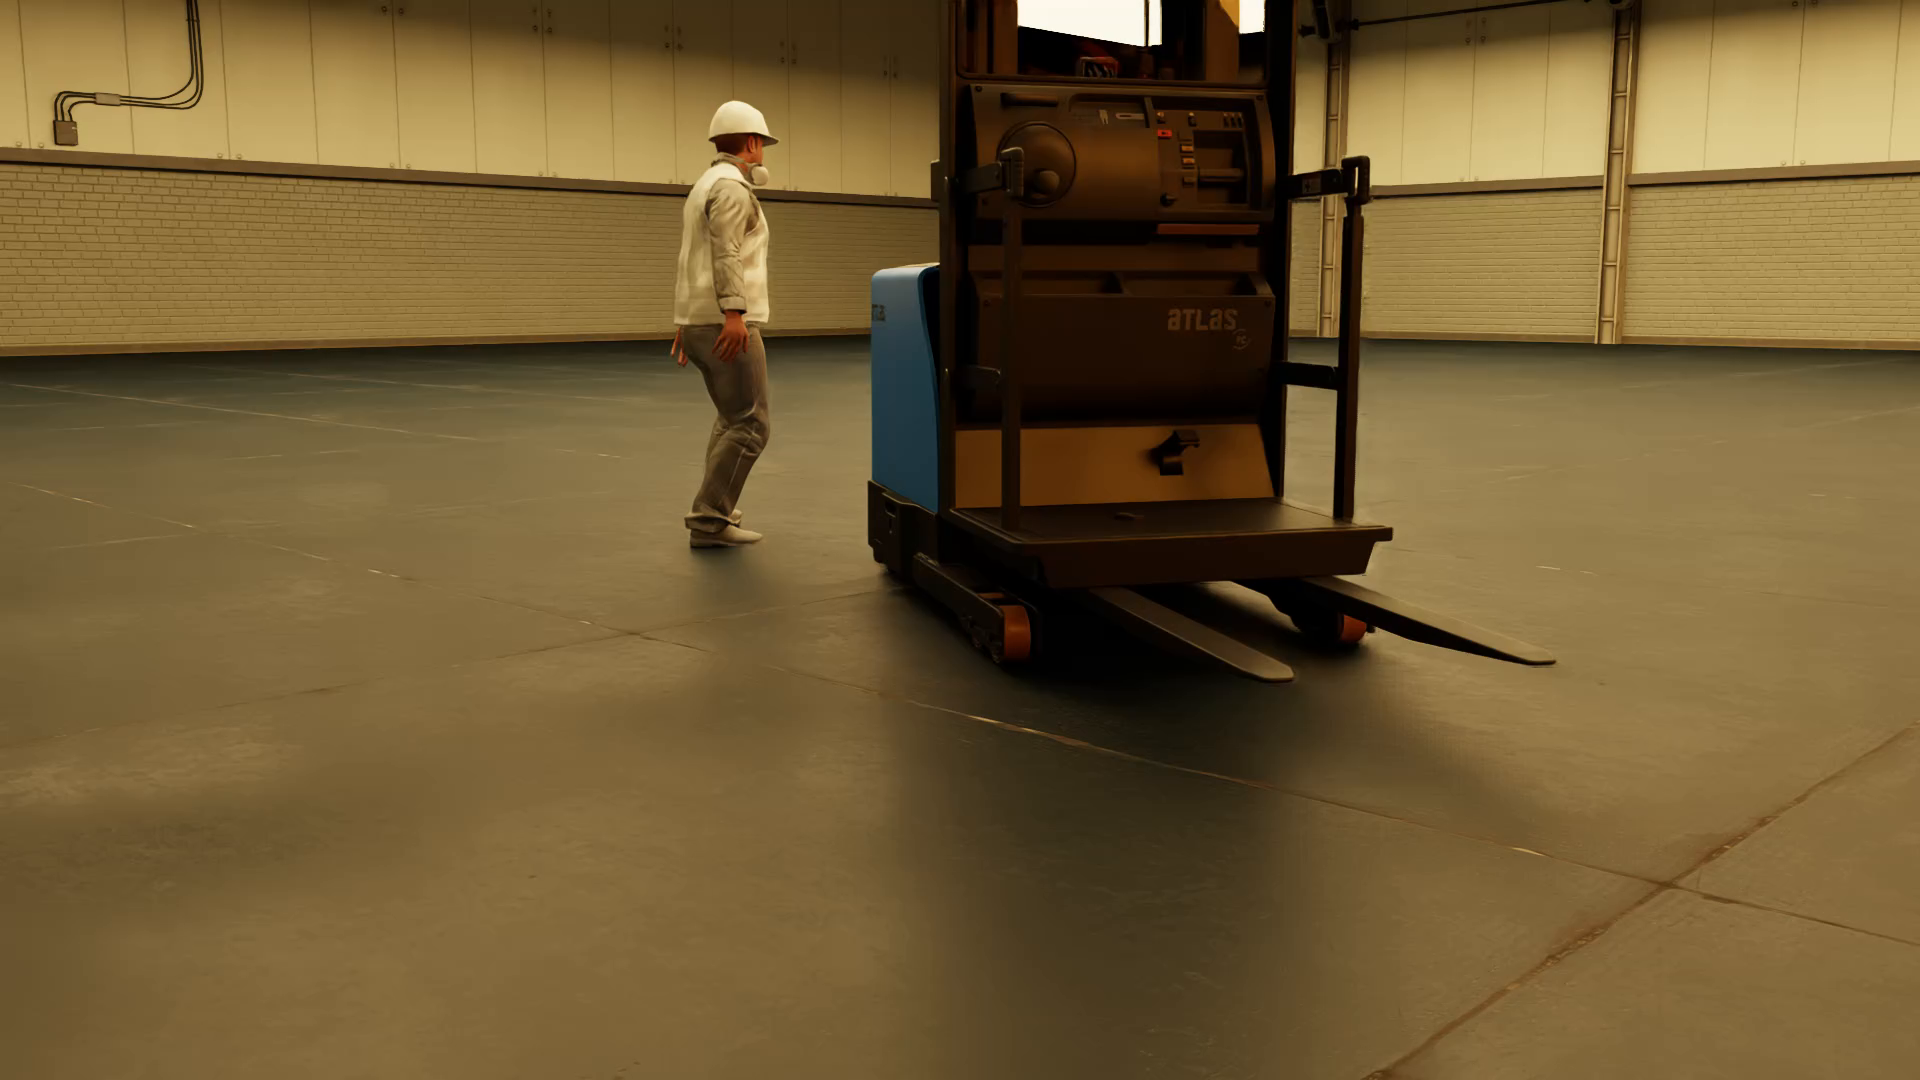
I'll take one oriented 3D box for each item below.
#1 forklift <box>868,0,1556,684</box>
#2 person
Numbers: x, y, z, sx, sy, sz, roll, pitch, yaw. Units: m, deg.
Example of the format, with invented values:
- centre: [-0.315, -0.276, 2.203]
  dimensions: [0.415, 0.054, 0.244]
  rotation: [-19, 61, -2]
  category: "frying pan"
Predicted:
- centre: [0.542, -1.177, 4.689]
  dimensions: [1.130, 2.935, 3.031]
  rotation: [-2, 9, -15]
  category: "forklift"
- centre: [-0.921, -0.857, 6.629]
  dimensions: [0.464, 1.745, 0.856]
  rotation: [-4, 9, -23]
  category: "person"
